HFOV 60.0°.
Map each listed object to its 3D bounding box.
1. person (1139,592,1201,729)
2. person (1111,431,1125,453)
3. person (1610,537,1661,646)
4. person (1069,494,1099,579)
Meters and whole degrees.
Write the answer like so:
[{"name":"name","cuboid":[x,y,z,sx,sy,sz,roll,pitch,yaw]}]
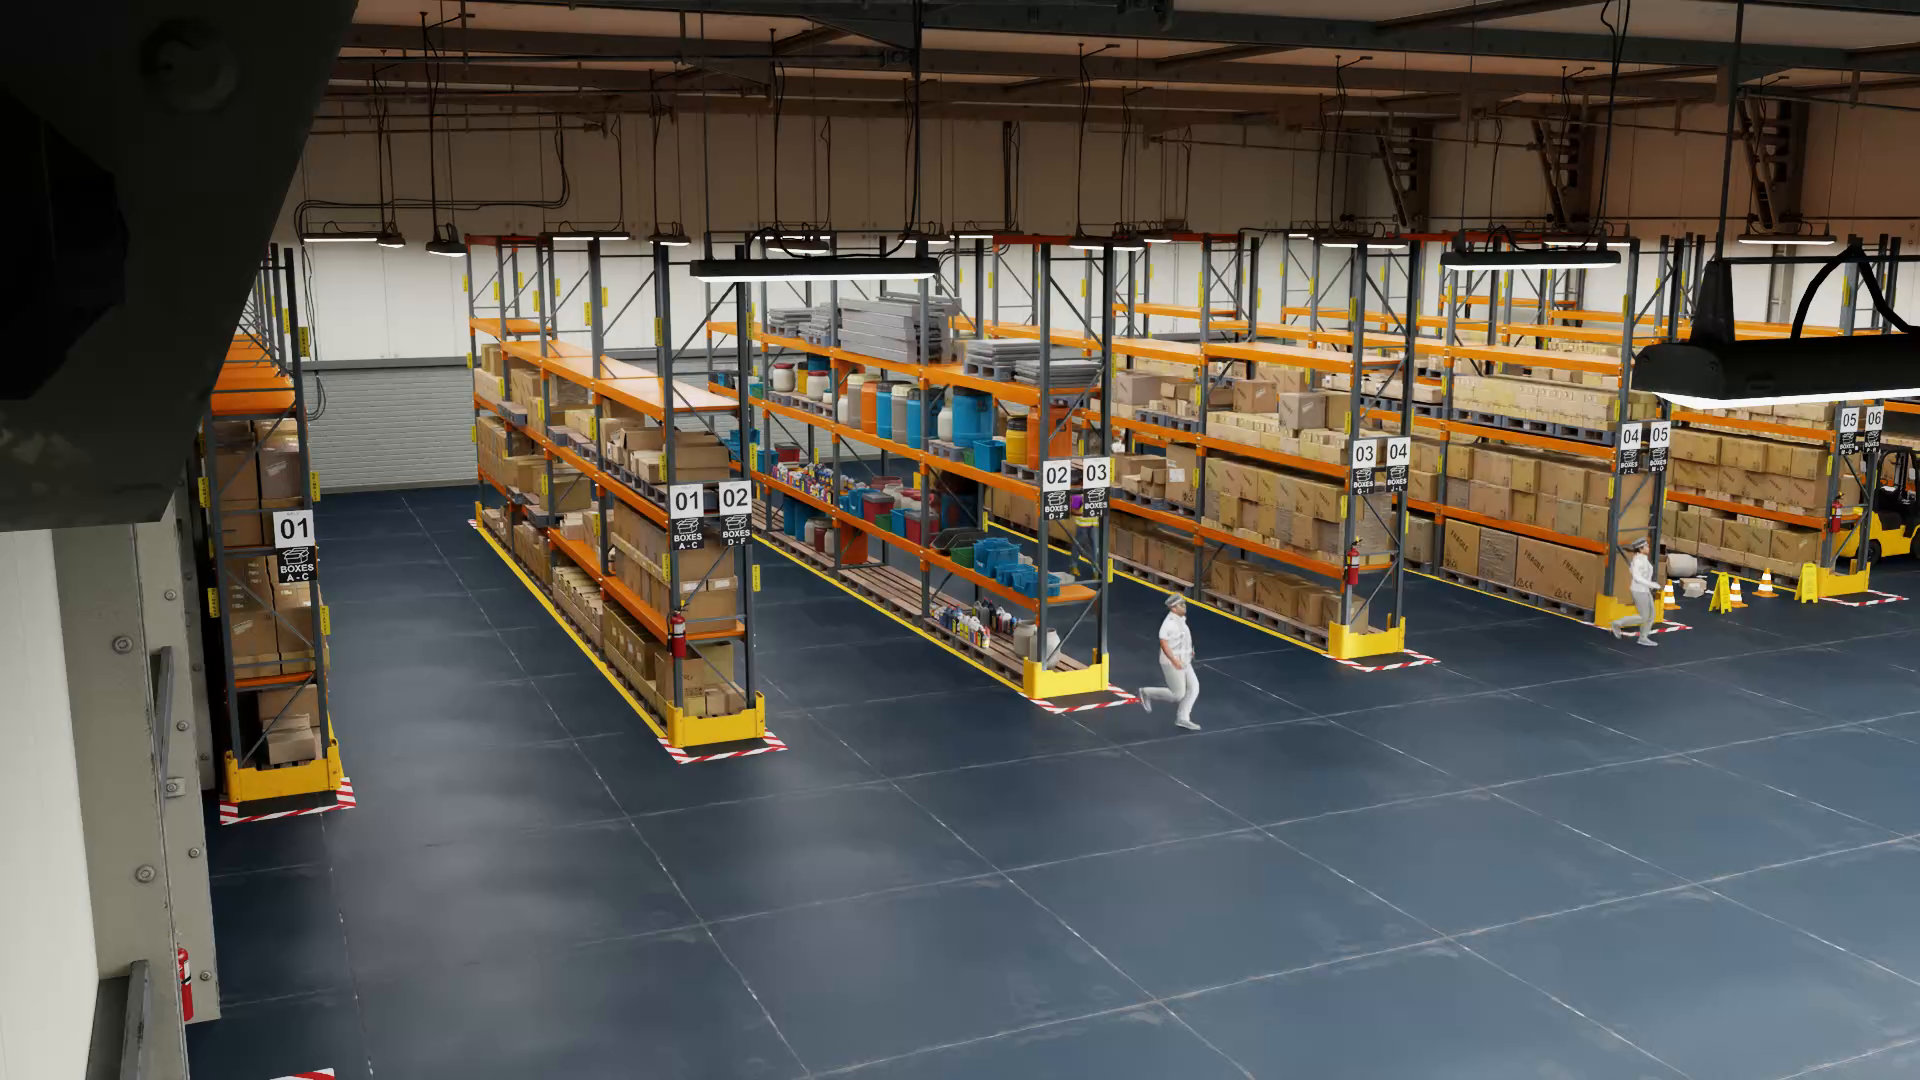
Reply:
[{"name":"person","cuboid":[2.663,1.508,20.883,0.759,1.753,0.668,5,12,22]},{"name":"person","cuboid":[3.635,-1.635,37.339,0.590,1.663,0.753,-4,12,-19]},{"name":"person","cuboid":[10.137,0.756,24.889,0.685,1.656,0.633,5,12,22]},{"name":"person","cuboid":[2.135,-0.220,28.051,0.640,1.812,0.837,-5,12,-25]}]
